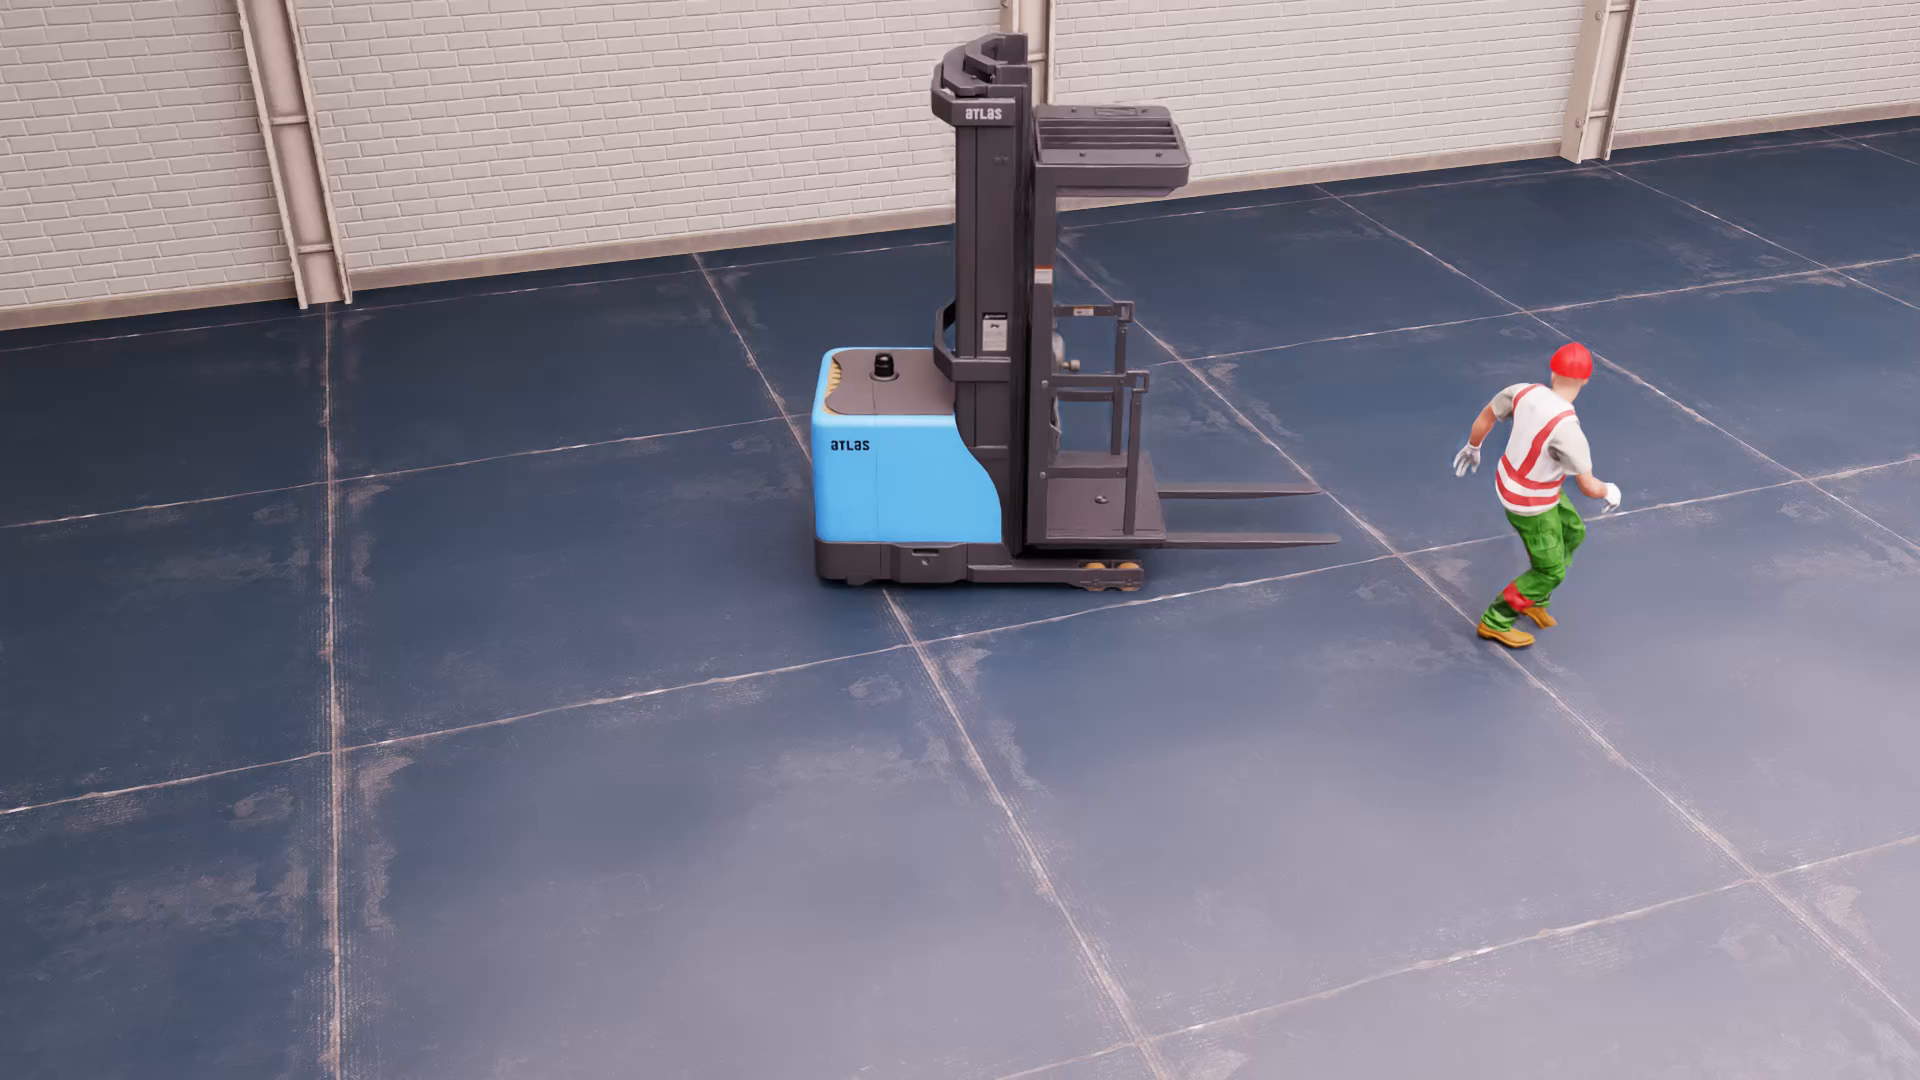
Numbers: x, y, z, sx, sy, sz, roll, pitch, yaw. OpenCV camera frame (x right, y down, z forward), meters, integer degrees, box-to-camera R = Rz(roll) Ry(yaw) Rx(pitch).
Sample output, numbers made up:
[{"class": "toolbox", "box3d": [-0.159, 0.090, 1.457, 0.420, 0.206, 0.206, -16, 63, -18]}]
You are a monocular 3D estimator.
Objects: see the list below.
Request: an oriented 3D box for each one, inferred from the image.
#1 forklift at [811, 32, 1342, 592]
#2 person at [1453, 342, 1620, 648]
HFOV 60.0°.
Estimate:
[{"class": "forklift", "box3d": [0.689, -1.241, 9.244, 3.031, 2.935, 1.130, 0, 30, 0]}, {"class": "person", "box3d": [3.025, -0.216, 8.726, 0.787, 1.756, 0.673, 3, 30, 5]}]
